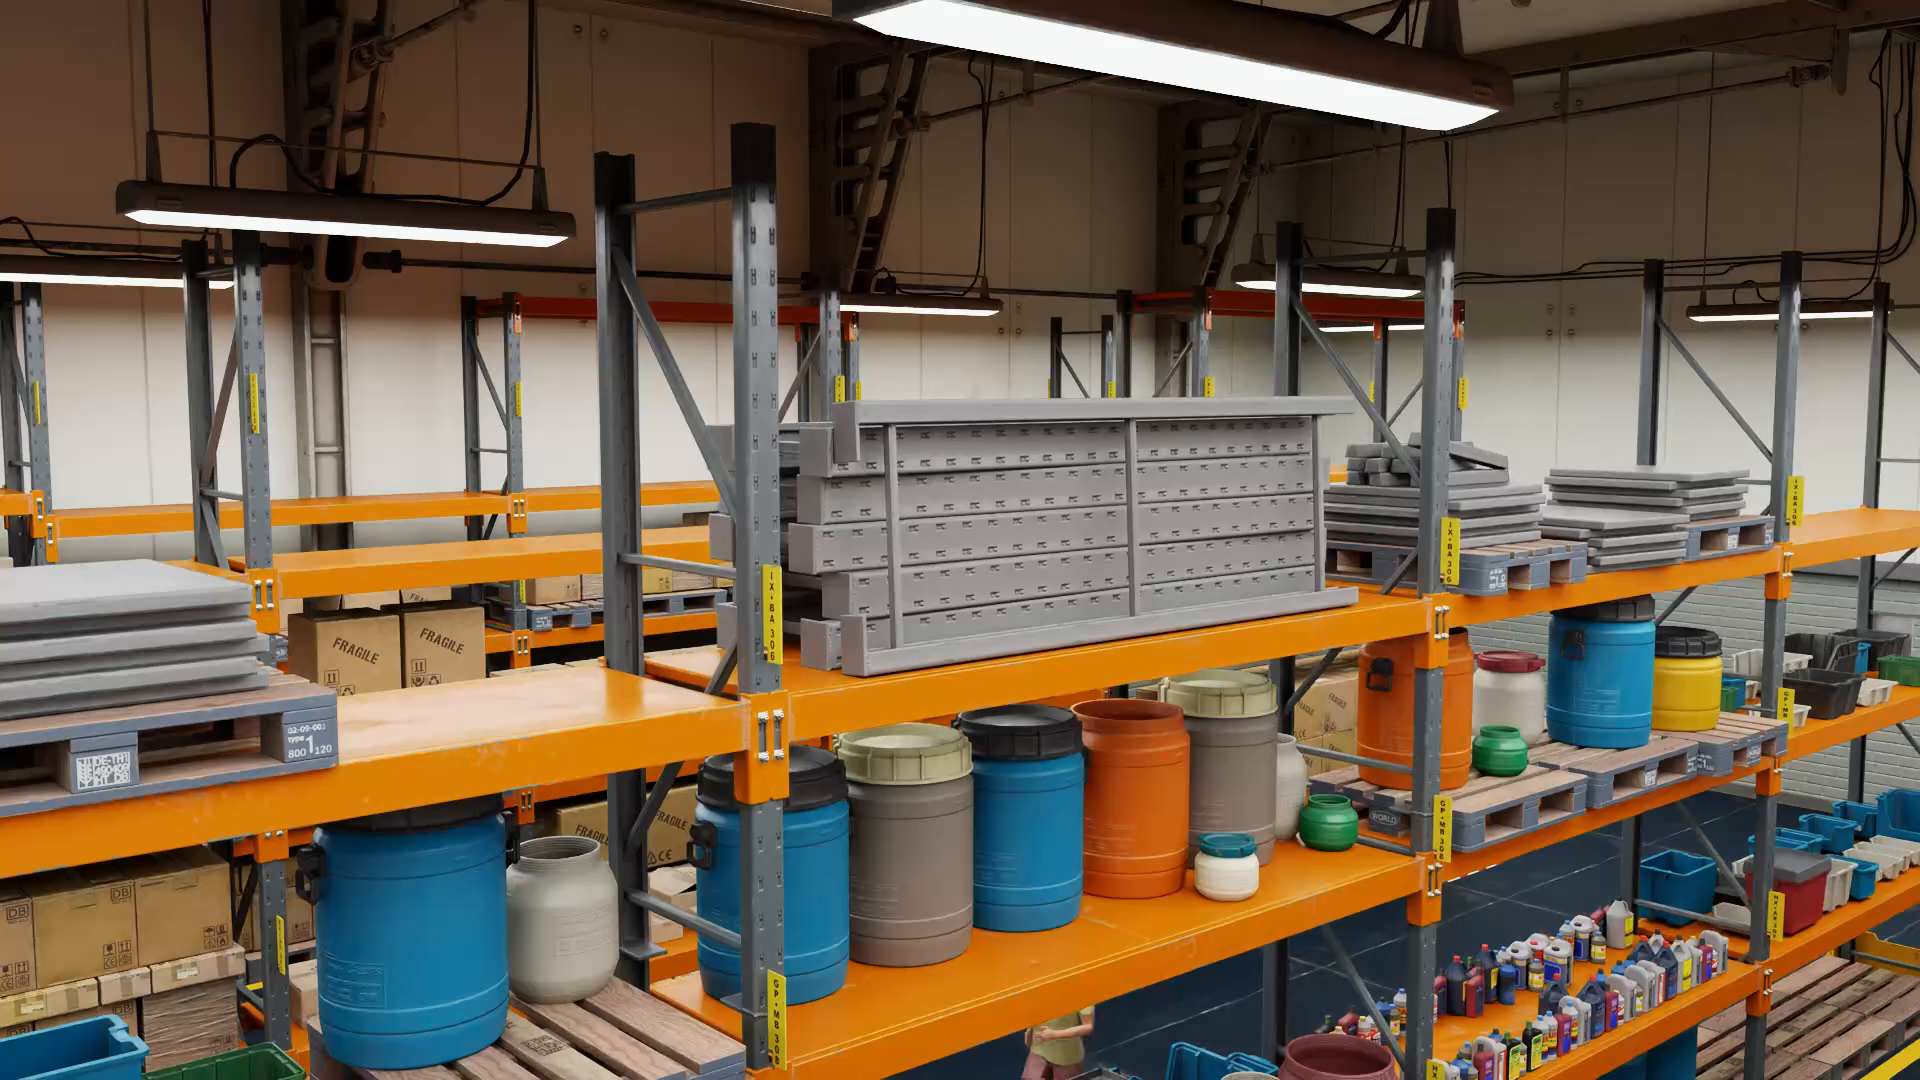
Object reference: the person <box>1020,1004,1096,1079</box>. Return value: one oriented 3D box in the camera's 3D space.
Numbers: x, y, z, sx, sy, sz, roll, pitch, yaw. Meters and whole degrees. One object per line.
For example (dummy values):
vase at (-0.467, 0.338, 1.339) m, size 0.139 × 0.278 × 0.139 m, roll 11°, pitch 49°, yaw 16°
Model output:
person at (0.613, 3.321, 10.670) m, size 0.550 × 1.641 × 0.638 m, roll 3°, pitch 6°, yaw 32°
